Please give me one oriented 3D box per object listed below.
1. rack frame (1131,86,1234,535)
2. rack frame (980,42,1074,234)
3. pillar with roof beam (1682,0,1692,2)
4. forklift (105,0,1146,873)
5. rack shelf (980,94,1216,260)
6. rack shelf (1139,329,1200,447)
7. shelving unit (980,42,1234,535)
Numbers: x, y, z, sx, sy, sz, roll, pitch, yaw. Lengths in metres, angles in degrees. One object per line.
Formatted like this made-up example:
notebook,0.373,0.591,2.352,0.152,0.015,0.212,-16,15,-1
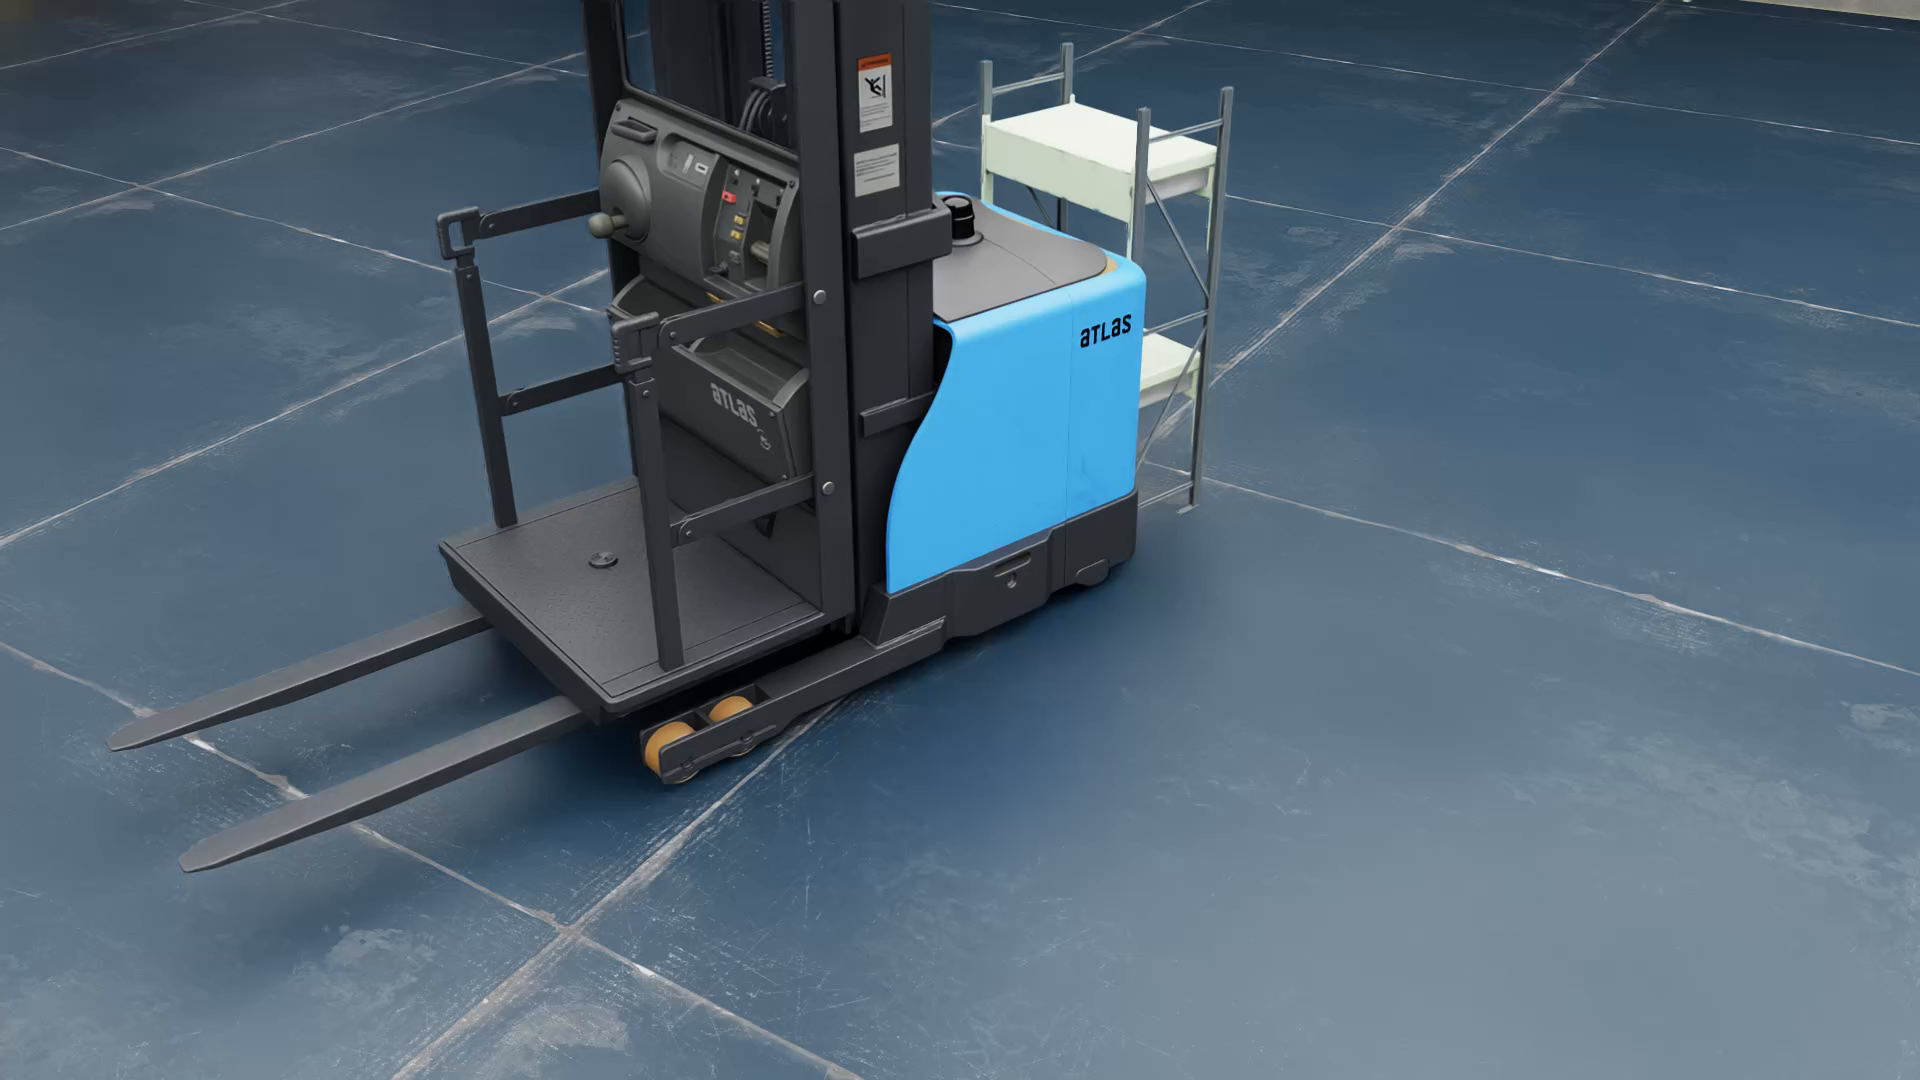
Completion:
rack frame,0.695,-0.705,5.470,0.400,1.500,0.023,-23,37,-33
rack frame,0.228,-0.989,5.957,0.400,1.500,0.023,-23,37,-33
pillar with roof beam,3.291,-6.341,7.690,0.400,9.000,9.100,18,35,27
forklift,-0.879,-0.894,4.374,3.031,2.935,1.130,-22,37,-33
rack shelf,0.461,-1.184,5.517,0.431,0.370,0.720,-23,37,-33
rack shelf,0.461,-0.566,5.878,0.431,0.370,0.720,-23,37,-33
shelving unit,0.461,-0.847,5.714,0.431,1.500,0.755,-23,37,-33
